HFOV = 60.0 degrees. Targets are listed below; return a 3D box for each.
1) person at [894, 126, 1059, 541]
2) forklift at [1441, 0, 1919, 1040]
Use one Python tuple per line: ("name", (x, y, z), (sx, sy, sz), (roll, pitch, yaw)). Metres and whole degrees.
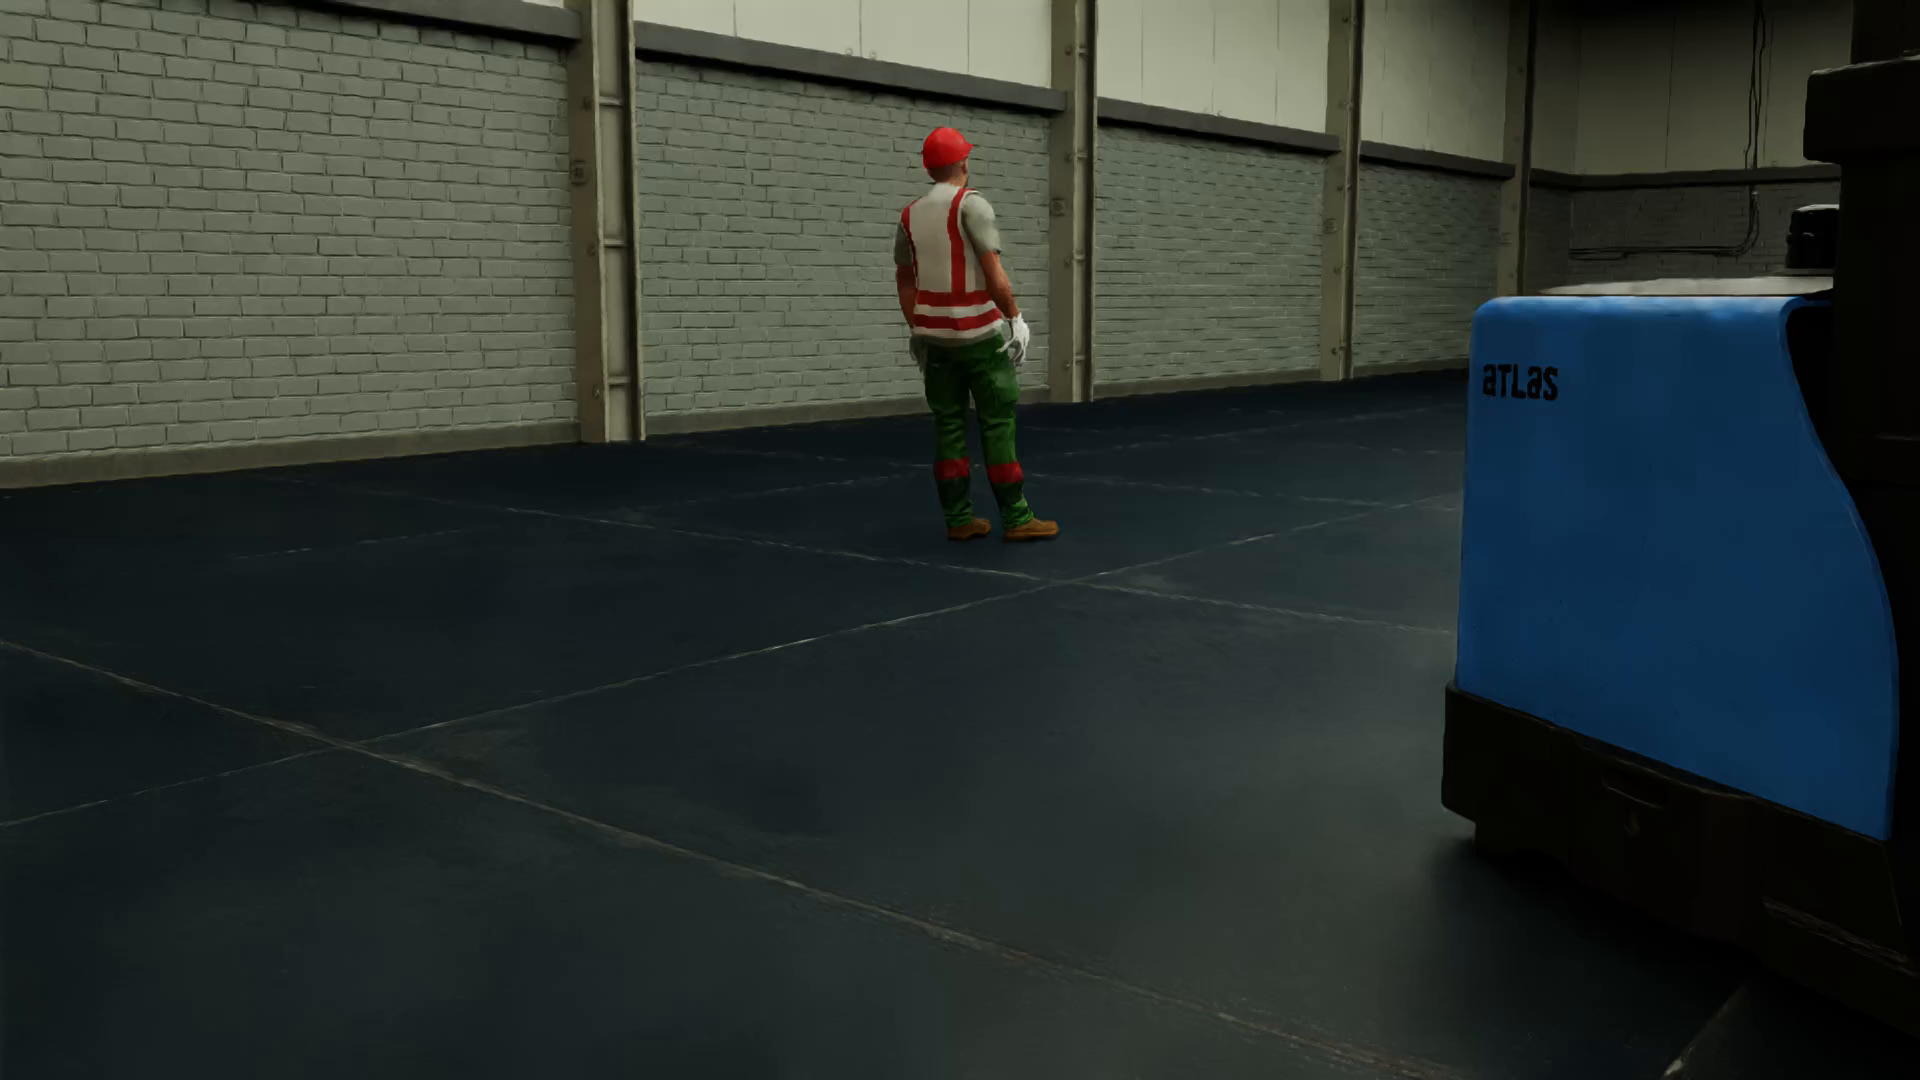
("person", (0.059, -0.900, 7.329), (0.637, 1.787, 0.563), (7, 11, 38))
("forklift", (1.937, -0.680, 1.931), (1.130, 2.935, 3.031), (-3, 9, -20))
